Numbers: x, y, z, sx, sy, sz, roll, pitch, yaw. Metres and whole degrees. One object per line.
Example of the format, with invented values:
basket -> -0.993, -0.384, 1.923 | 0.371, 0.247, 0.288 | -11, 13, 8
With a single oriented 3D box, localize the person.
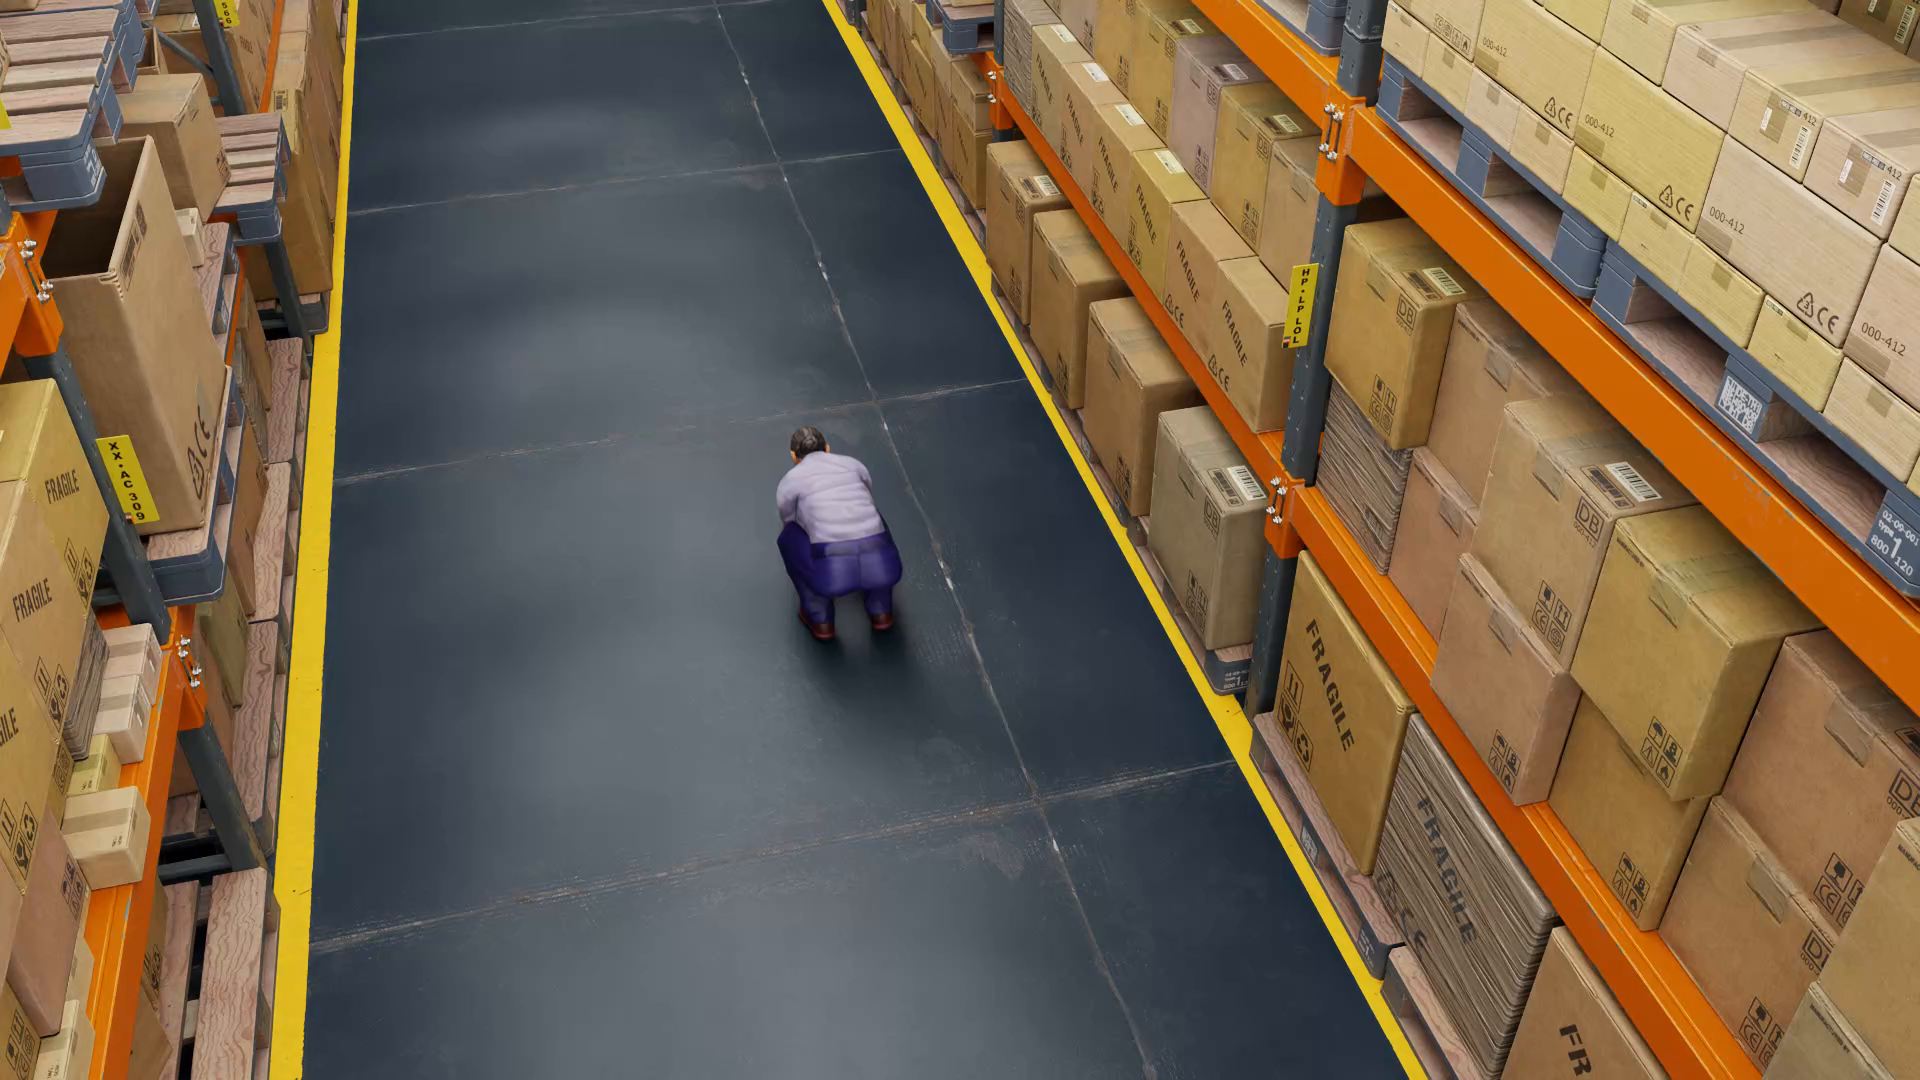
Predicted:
person -> -0.560, -0.007, 7.509 | 0.515, 0.784, 0.866 | -10, 40, -13
